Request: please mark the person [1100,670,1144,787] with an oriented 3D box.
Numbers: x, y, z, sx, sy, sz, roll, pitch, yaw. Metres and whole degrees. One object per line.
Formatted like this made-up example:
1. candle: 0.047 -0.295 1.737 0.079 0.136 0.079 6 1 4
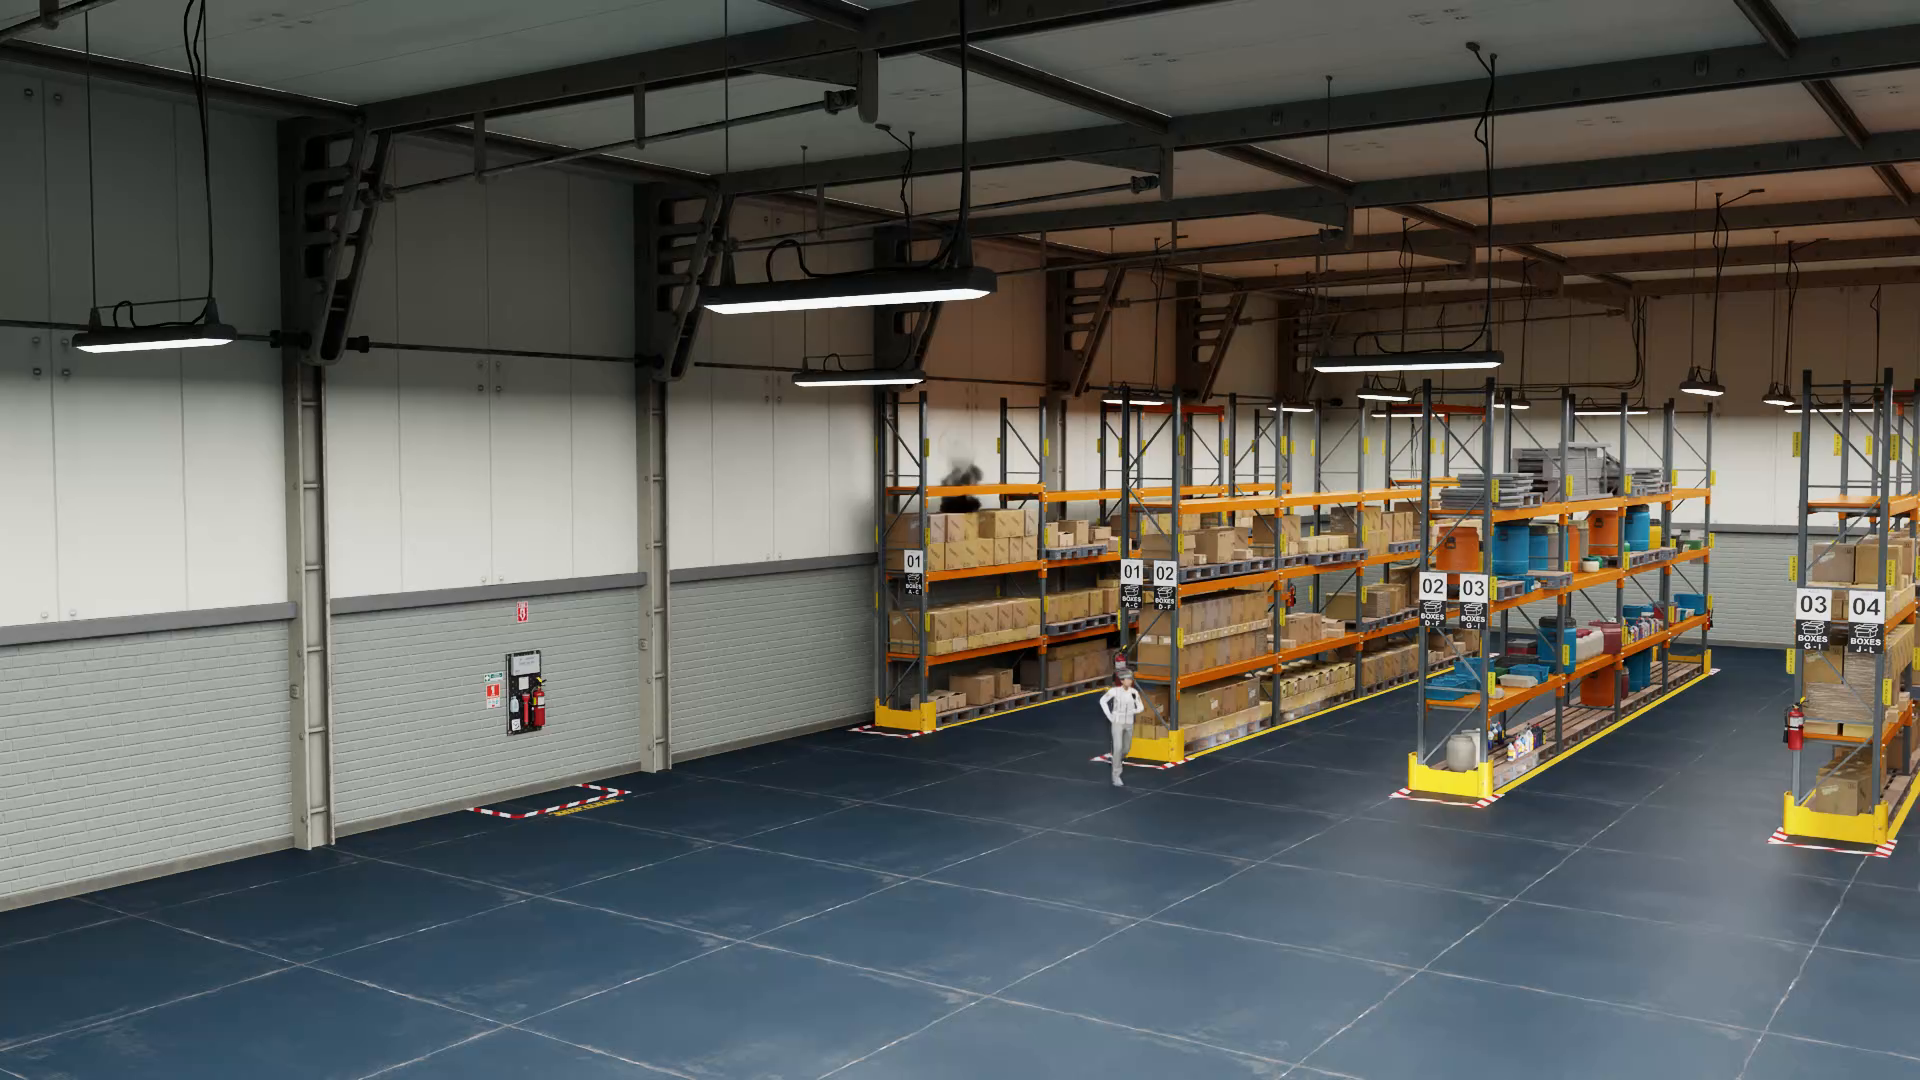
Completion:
1. person: 2.470 2.787 25.014 0.629 1.681 0.910 -1 3 -18
